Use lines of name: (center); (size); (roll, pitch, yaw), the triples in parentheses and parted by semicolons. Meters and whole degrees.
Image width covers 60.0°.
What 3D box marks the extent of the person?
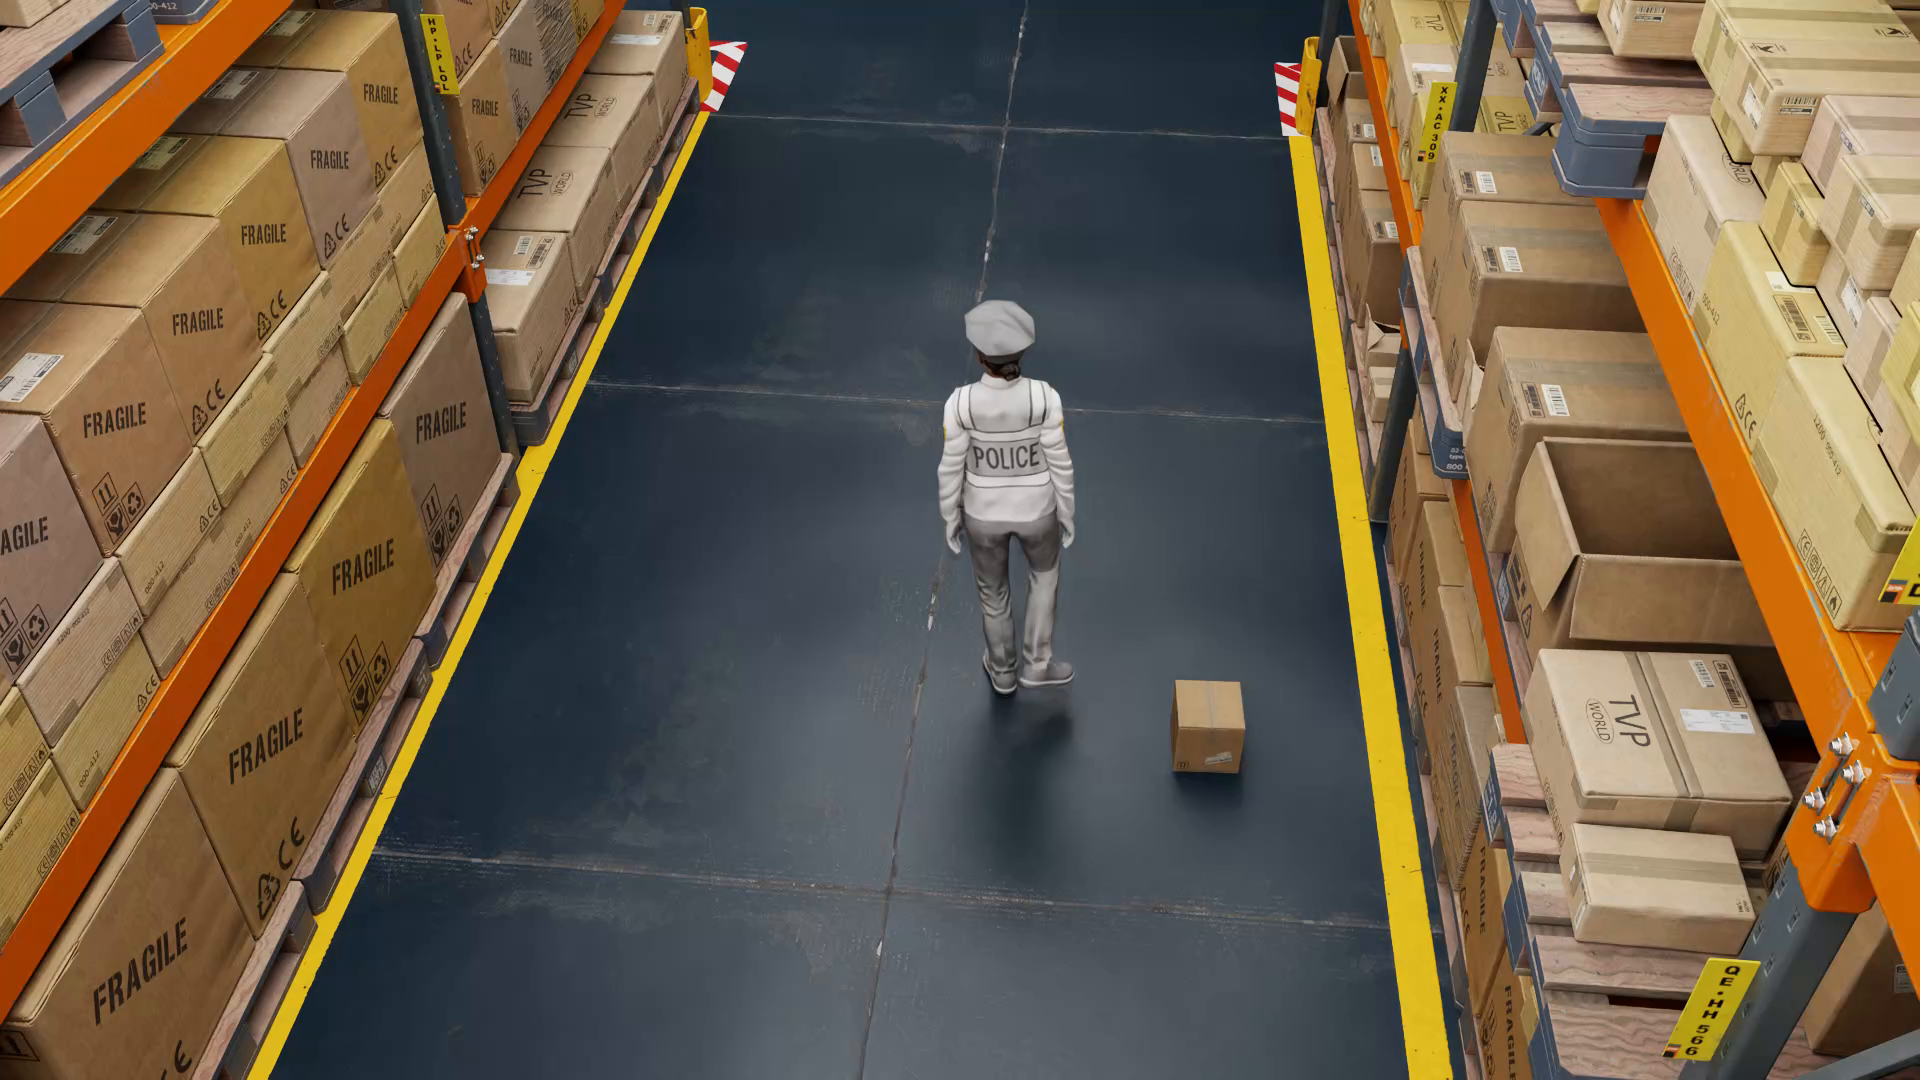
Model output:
person: (-3.192, 1.310, 4.191); (7.393, 2.202, 5.191); (-1, 40, -1)
